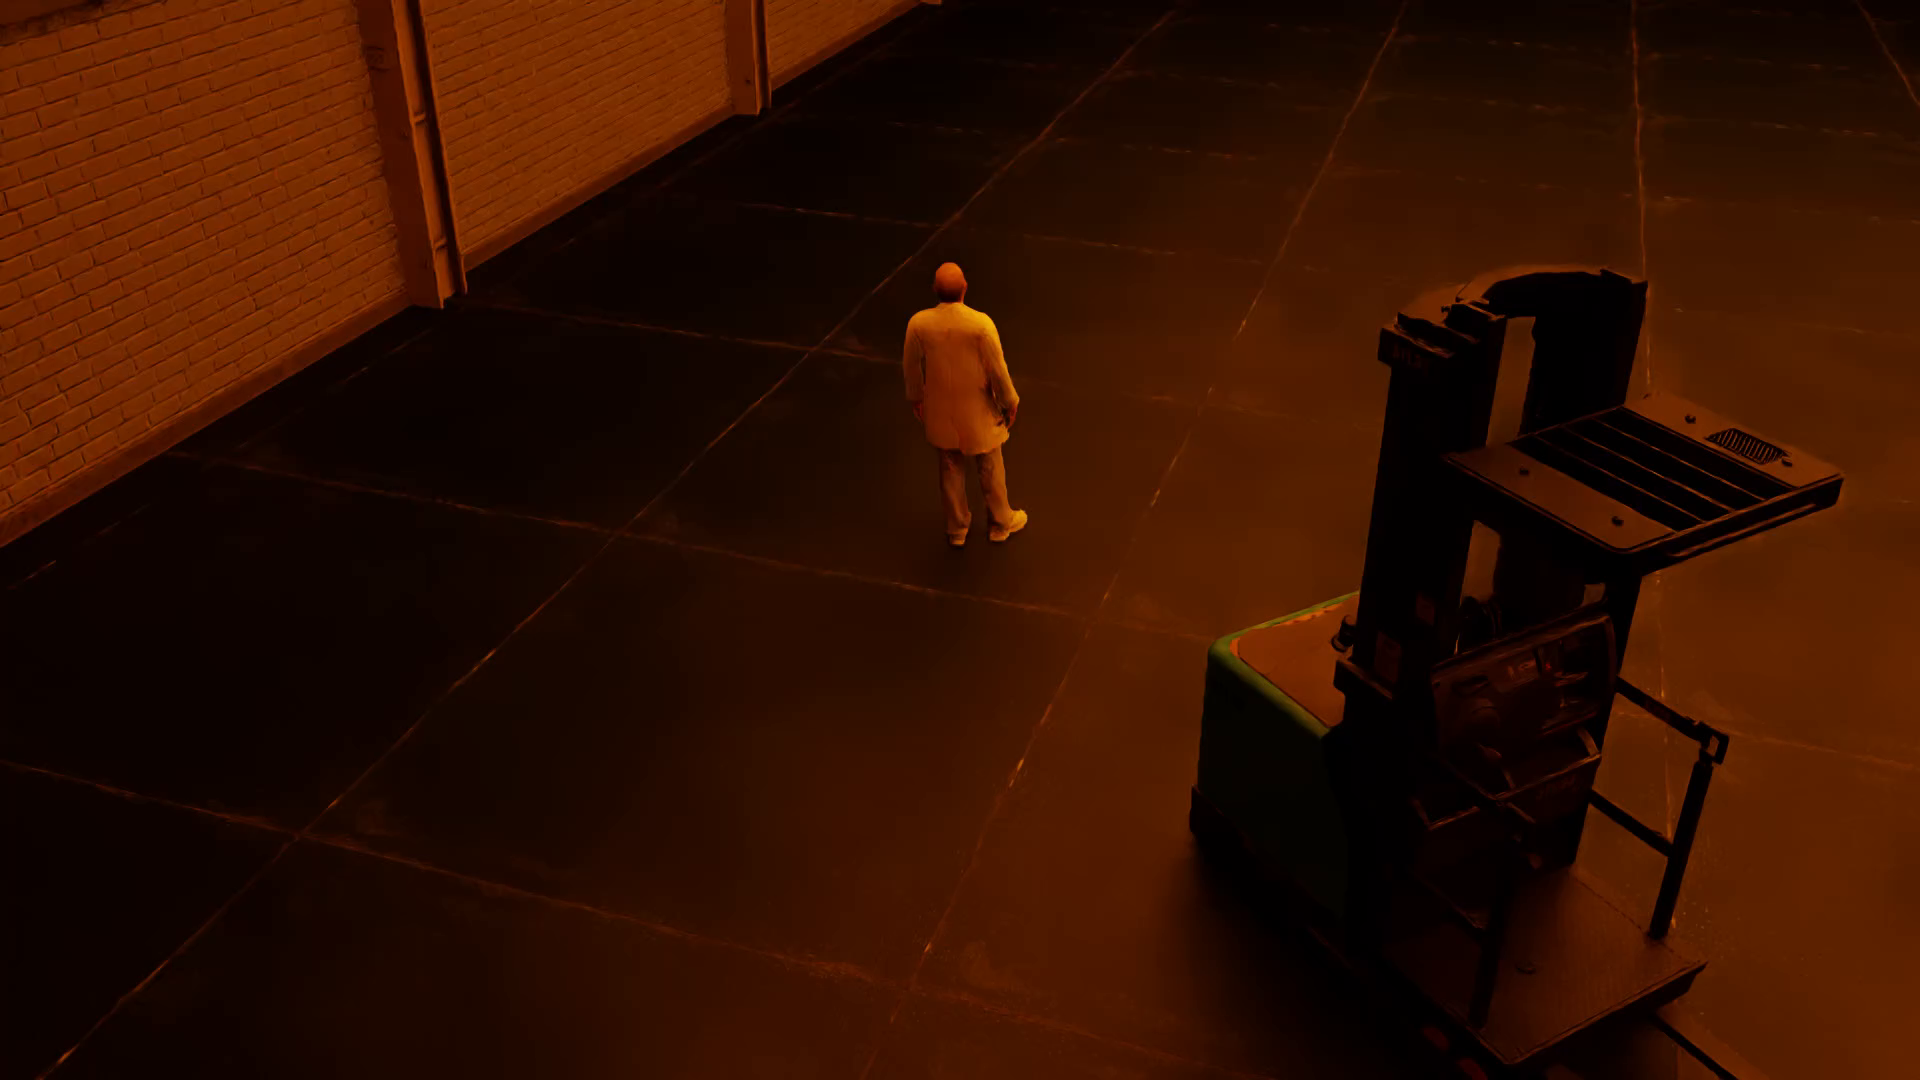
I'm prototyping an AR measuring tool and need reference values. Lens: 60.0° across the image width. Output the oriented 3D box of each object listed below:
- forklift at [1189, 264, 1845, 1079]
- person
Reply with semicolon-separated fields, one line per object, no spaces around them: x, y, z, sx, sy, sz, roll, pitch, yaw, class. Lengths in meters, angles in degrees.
2.223;0.608;6.070;1.130;2.935;3.031;-16;33;-26;forklift
0.034;-0.820;9.726;0.694;1.776;0.579;10;31;16;person
